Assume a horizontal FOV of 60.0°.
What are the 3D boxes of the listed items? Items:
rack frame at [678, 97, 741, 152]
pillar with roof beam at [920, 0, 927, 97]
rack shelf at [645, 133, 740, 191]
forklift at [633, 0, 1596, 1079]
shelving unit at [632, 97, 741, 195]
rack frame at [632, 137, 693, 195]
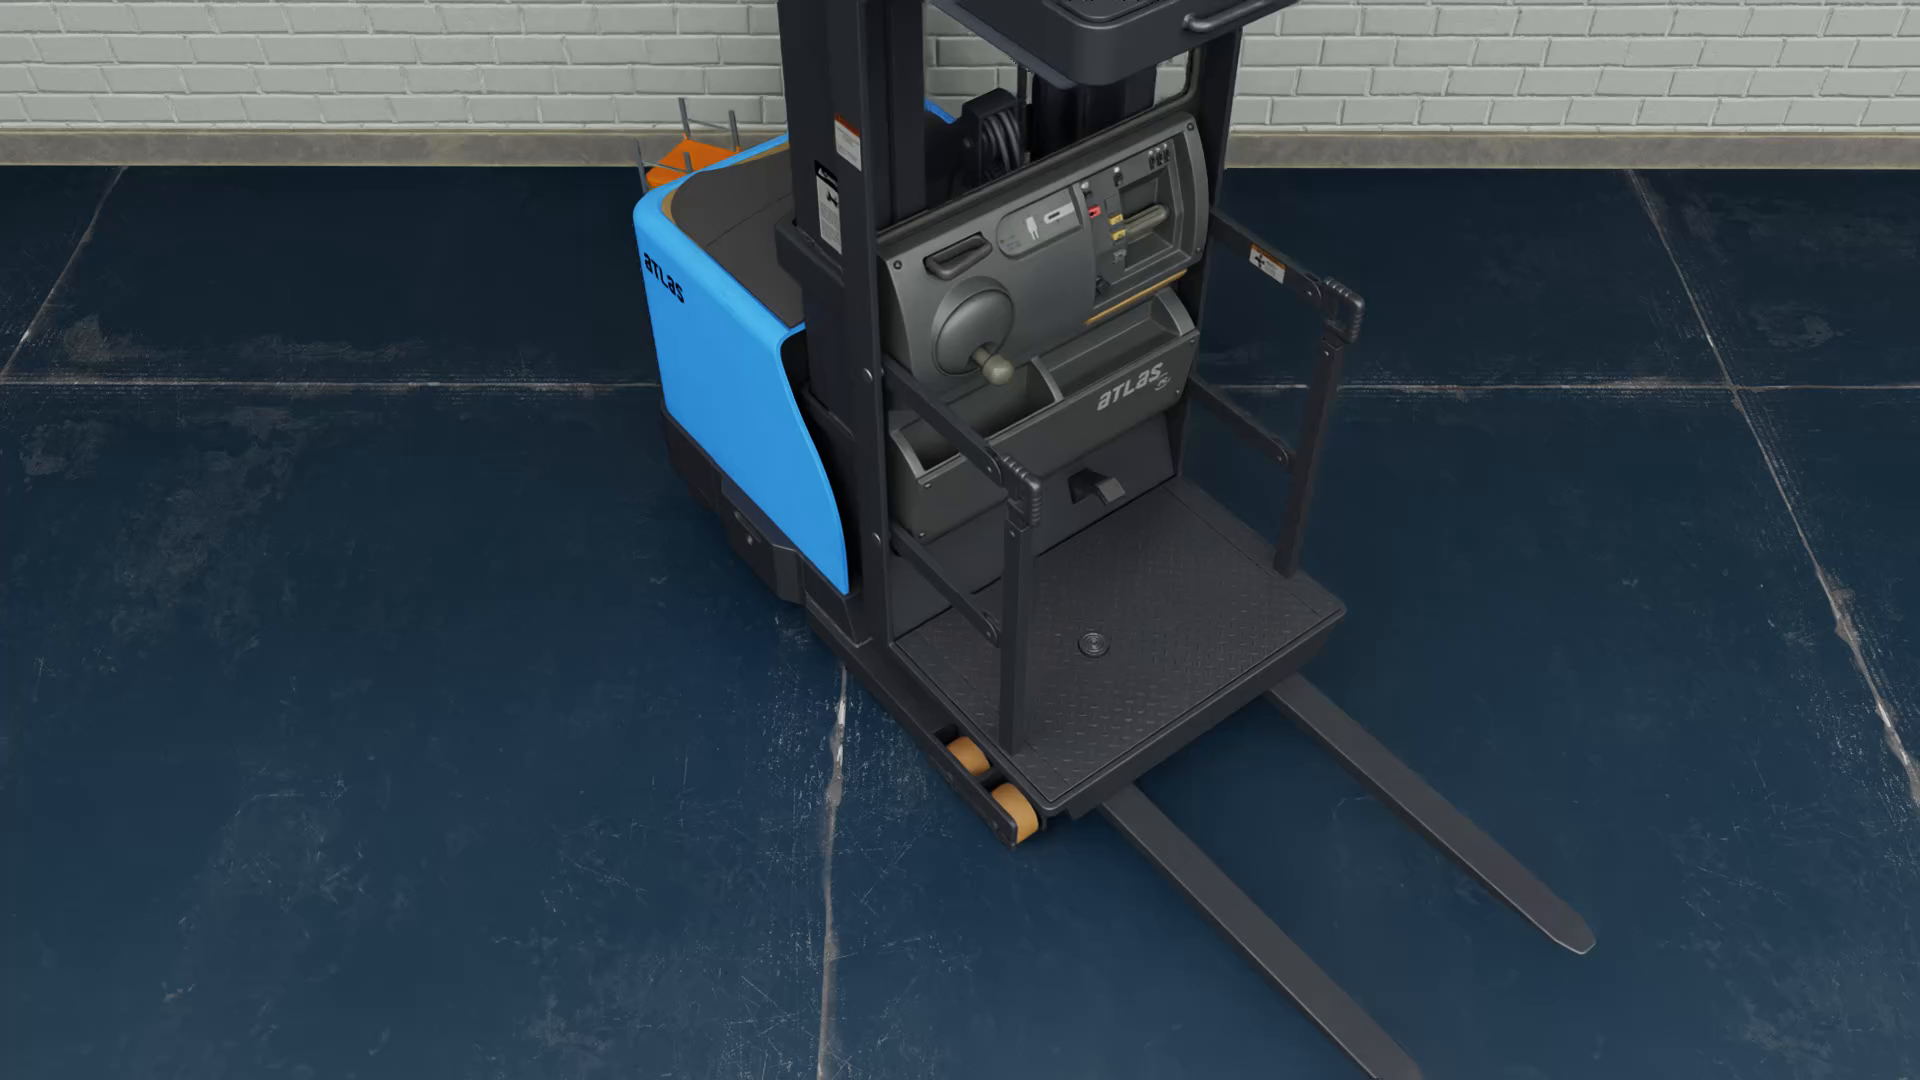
[{"bbox_3d":[-0.746,-0.954,5.413,0.200,1.050,0.008,19,50,20],"label":"rack frame"},{"bbox_3d":[-0.344,-1.317,0.328,0.400,9.000,9.100,0,47,0],"label":"pillar with roof beam"},{"bbox_3d":[-0.814,-1.065,5.144,0.215,0.259,0.240,19,50,20],"label":"rack shelf"},{"bbox_3d":[0.357,-0.597,3.803,1.130,2.935,3.031,-30,54,-25],"label":"forklift"},{"bbox_3d":[-0.802,-0.874,5.339,0.215,1.050,0.252,19,50,20],"label":"shelving unit"},{"bbox_3d":[-0.858,-0.795,5.265,0.200,1.050,0.008,19,50,20],"label":"rack frame"}]
